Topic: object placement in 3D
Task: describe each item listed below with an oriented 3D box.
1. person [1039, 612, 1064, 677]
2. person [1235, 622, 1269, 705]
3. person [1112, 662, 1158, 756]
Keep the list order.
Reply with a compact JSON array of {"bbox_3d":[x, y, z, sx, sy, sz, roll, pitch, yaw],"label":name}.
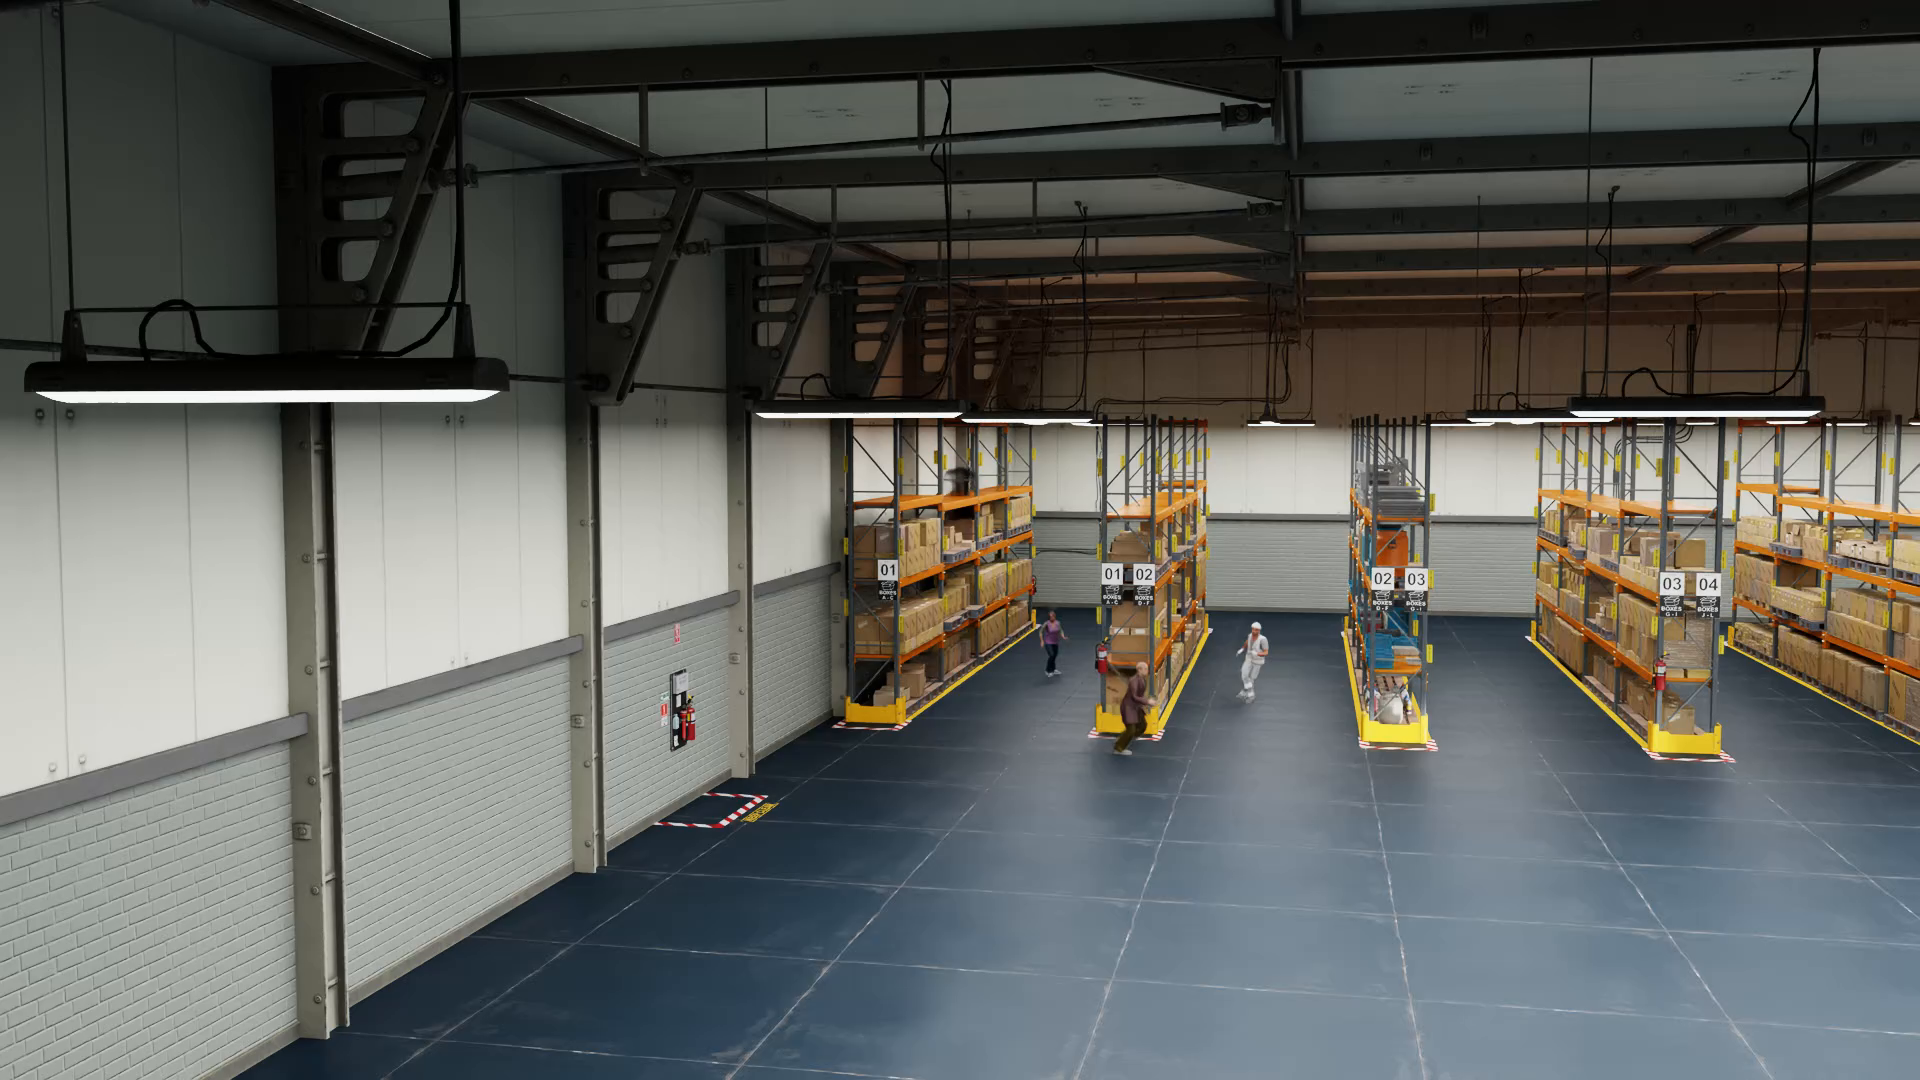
[{"bbox_3d":[2.156,2.422,38.556,0.578,1.558,0.775,-2,4,-29],"label":"person"},{"bbox_3d":[6.088,2.550,34.685,0.805,1.710,0.712,2,4,28],"label":"person"},{"bbox_3d":[3.069,2.950,29.103,0.829,1.669,0.691,2,4,26],"label":"person"}]
